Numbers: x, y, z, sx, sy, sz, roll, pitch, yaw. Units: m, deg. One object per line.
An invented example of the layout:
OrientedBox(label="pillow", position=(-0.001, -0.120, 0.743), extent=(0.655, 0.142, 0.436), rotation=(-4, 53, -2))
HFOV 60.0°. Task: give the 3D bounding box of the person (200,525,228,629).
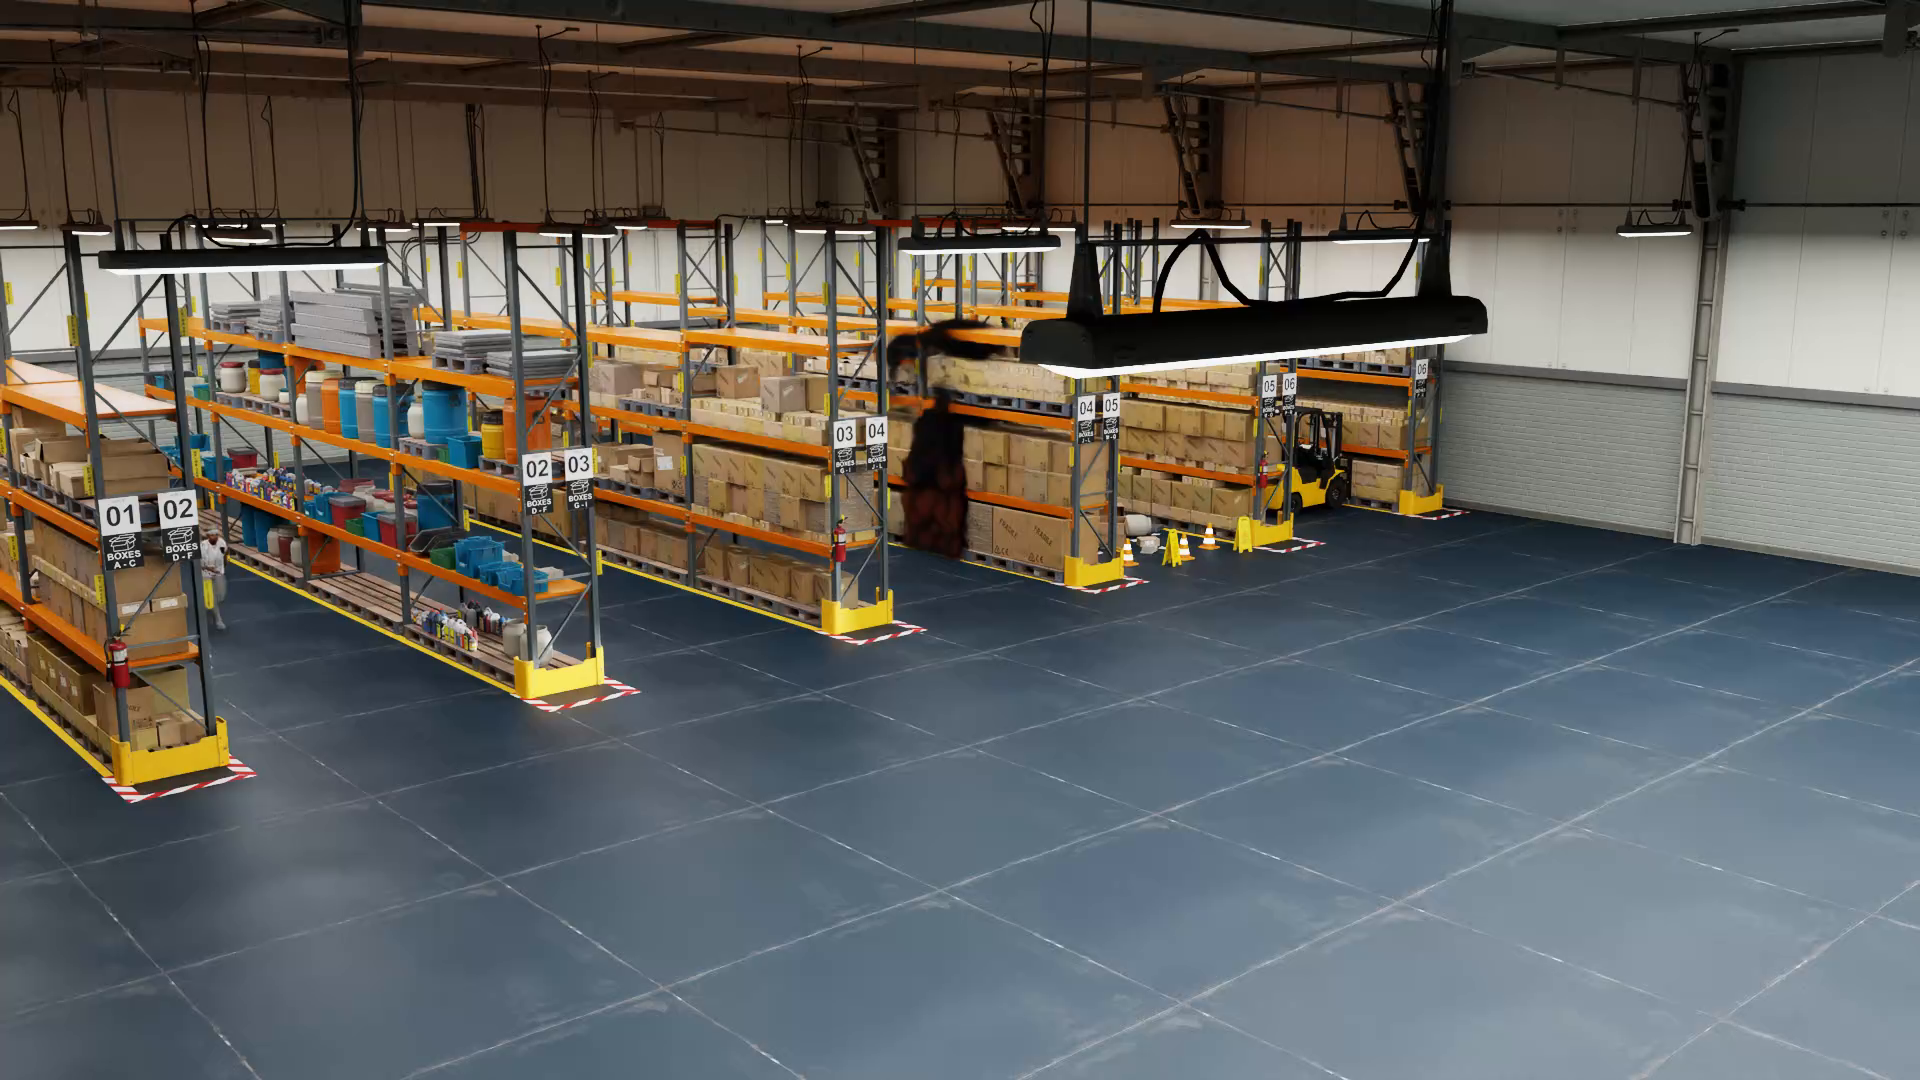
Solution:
OrientedBox(label="person", position=(-11.297, 0.543, 25.157), extent=(0.554, 1.620, 0.696), rotation=(-9, 15, -39))

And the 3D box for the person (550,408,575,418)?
OrientedBox(label="person", position=(-9.604, -2.478, 39.813), extent=(0.749, 1.725, 0.922), rotation=(3, 12, 14))
